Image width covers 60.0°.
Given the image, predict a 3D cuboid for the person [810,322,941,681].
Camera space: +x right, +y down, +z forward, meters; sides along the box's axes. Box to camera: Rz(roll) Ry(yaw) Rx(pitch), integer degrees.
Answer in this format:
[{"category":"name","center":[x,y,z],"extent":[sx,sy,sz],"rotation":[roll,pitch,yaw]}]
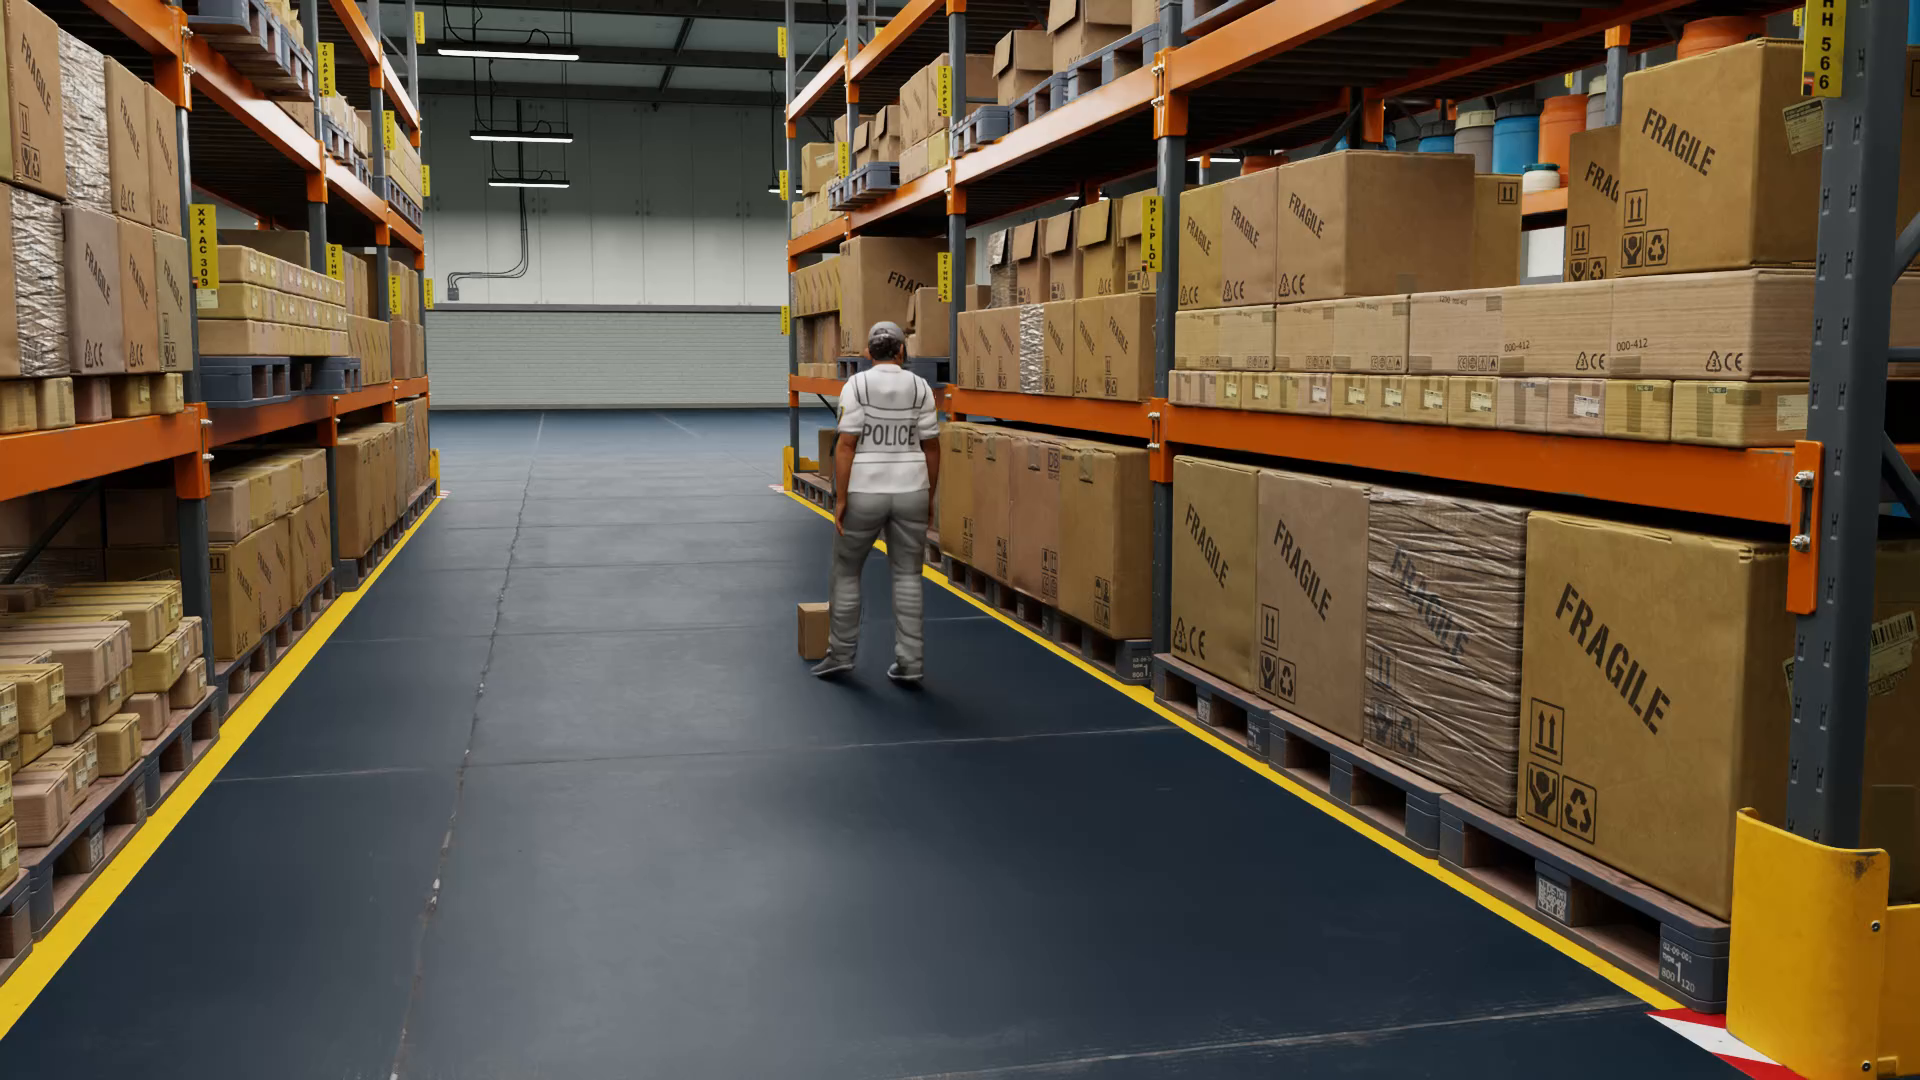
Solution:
[{"category":"person","center":[-0.385,-0.166,7.696],"extent":[0.535,1.675,0.573],"rotation":[-2,7,-19]}]
